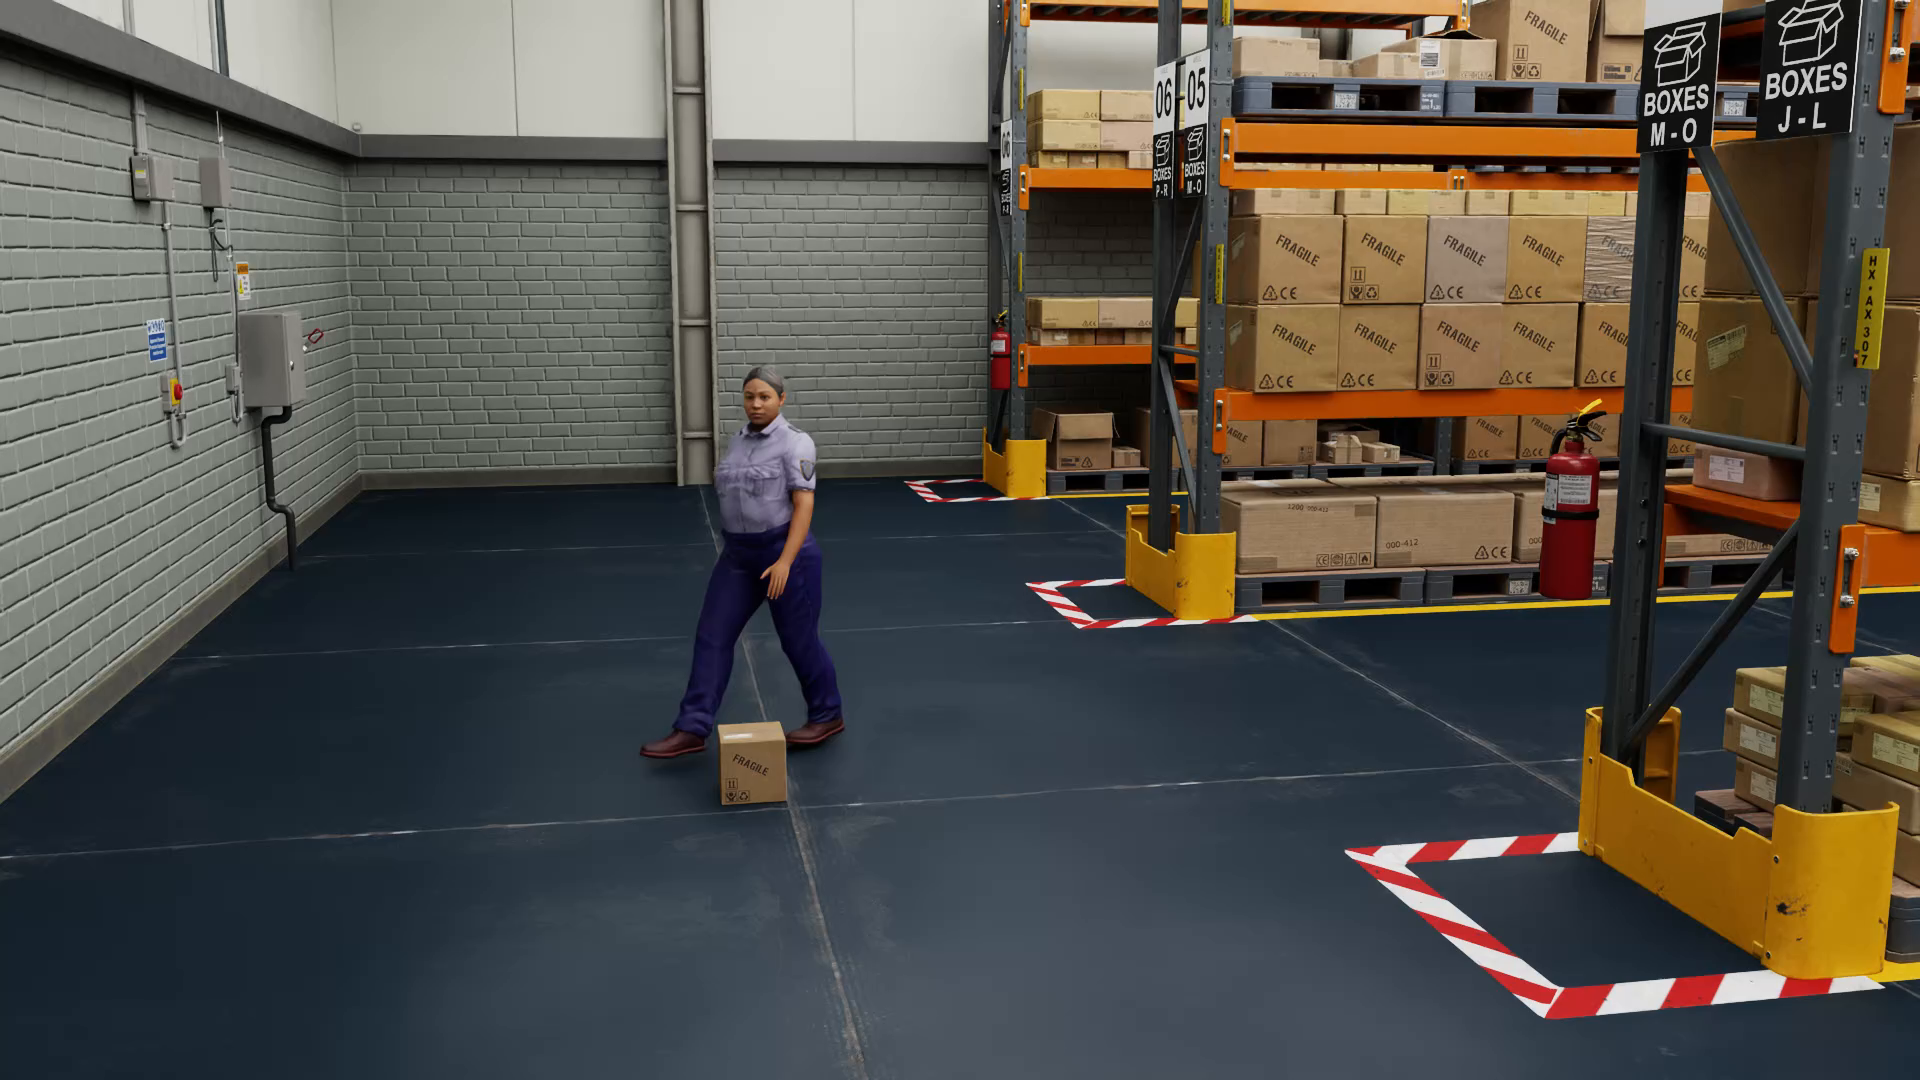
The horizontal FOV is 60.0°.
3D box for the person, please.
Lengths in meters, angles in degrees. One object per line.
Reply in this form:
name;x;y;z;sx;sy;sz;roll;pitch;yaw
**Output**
person;-0.875;0.098;6.846;0.518;1.609;0.900;7;12;35
